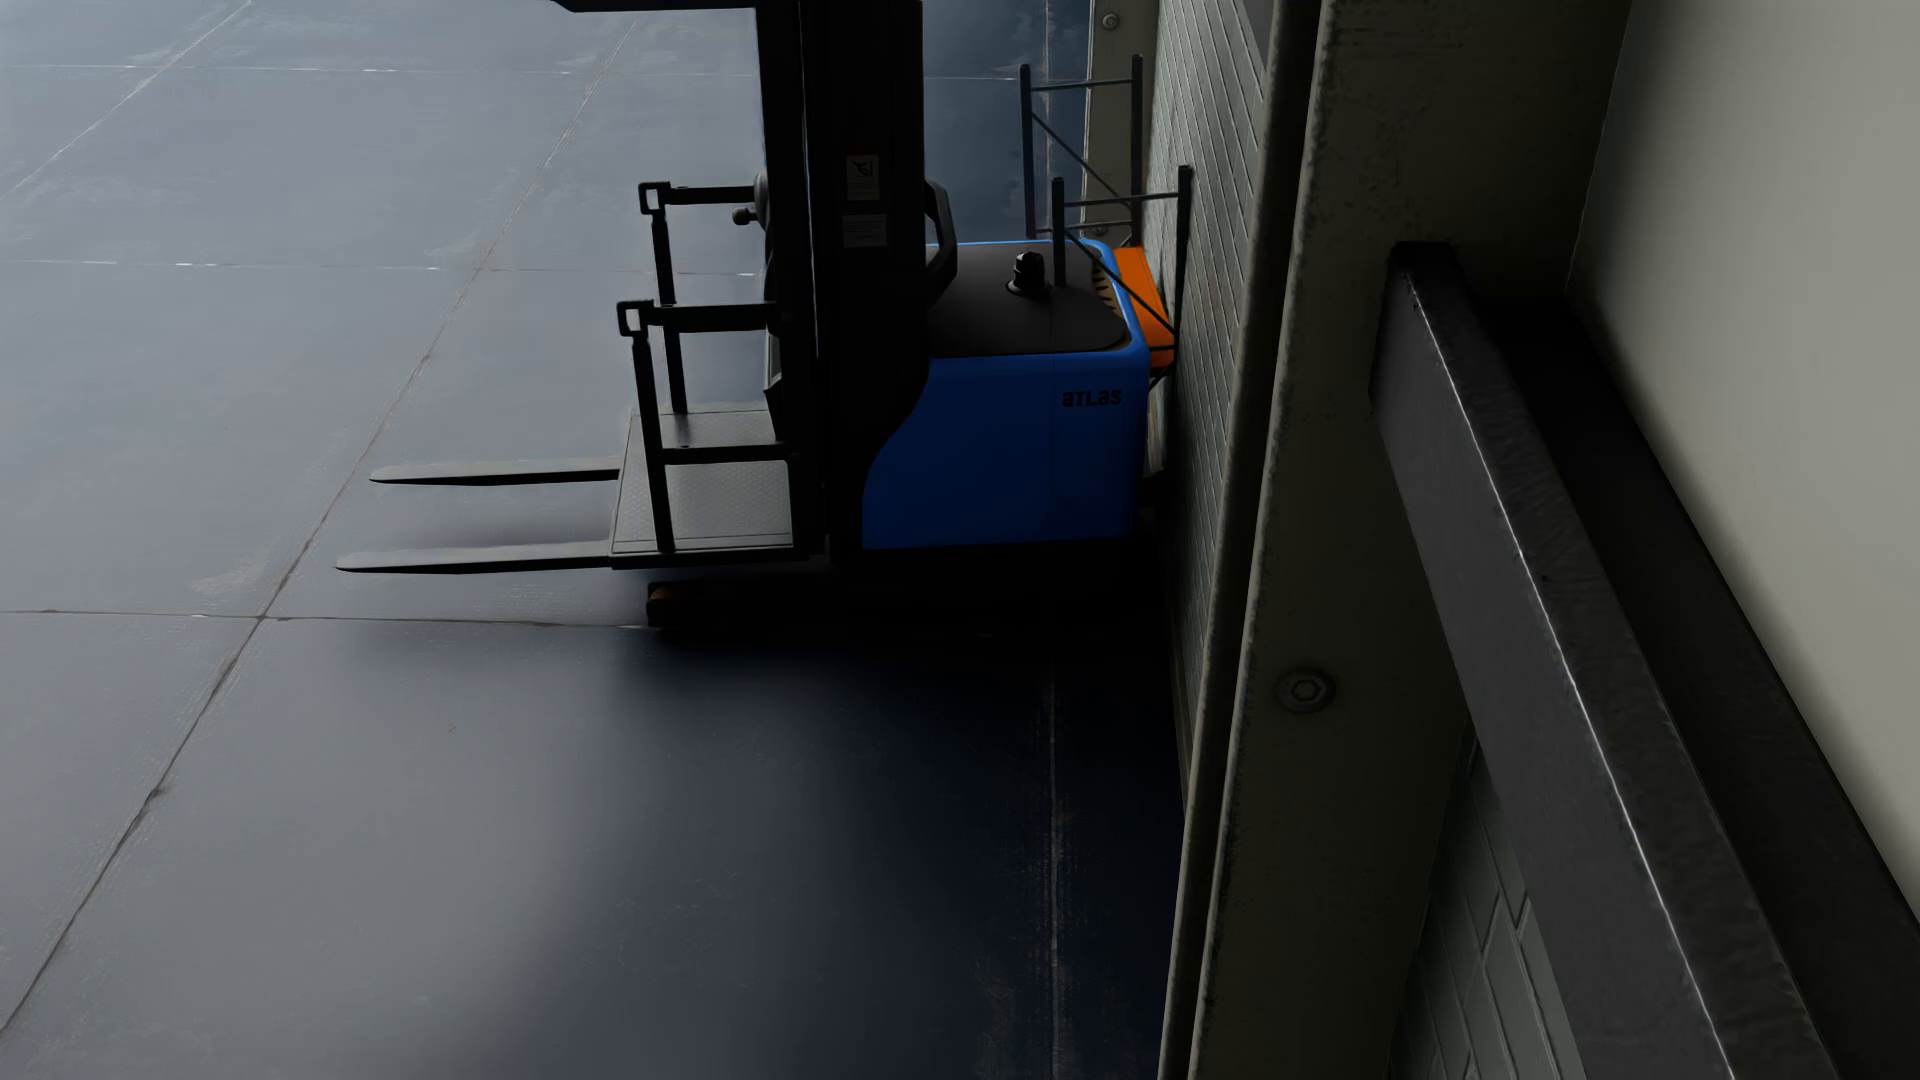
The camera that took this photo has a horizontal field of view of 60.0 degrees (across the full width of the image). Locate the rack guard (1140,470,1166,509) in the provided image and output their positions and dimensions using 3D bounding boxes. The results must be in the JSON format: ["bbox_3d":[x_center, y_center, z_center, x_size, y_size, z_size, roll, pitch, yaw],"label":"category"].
[{"bbox_3d":[0.651,-0.243,6.779,0.587,0.250,0.087,-6,39,-2],"label":"rack guard"}]

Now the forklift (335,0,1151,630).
[{"bbox_3d":[-0.855,-1.177,5.876,3.031,2.935,1.130,-3,35,-4],"label":"forklift"}]

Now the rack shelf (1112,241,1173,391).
[{"bbox_3d":[0.584,-0.893,6.884,0.538,0.185,1.000,-6,39,-2],"label":"rack shelf"}]

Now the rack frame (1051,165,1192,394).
[{"bbox_3d":[0.616,-0.719,6.374,0.500,1.500,0.032,-6,39,-2],"label":"rack frame"}]

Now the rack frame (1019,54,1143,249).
[{"bbox_3d":[0.531,-1.347,7.169,0.500,1.500,0.032,-6,39,-2],"label":"rack frame"}]

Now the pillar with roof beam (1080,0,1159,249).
[{"bbox_3d":[-3.523,-5.134,6.229,9.100,9.000,0.400,1,35,2],"label":"pillar with roof beam"}]

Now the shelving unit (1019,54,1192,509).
[{"bbox_3d":[0.573,-1.039,6.779,0.587,1.500,1.083,-6,39,-2],"label":"shelving unit"}]
